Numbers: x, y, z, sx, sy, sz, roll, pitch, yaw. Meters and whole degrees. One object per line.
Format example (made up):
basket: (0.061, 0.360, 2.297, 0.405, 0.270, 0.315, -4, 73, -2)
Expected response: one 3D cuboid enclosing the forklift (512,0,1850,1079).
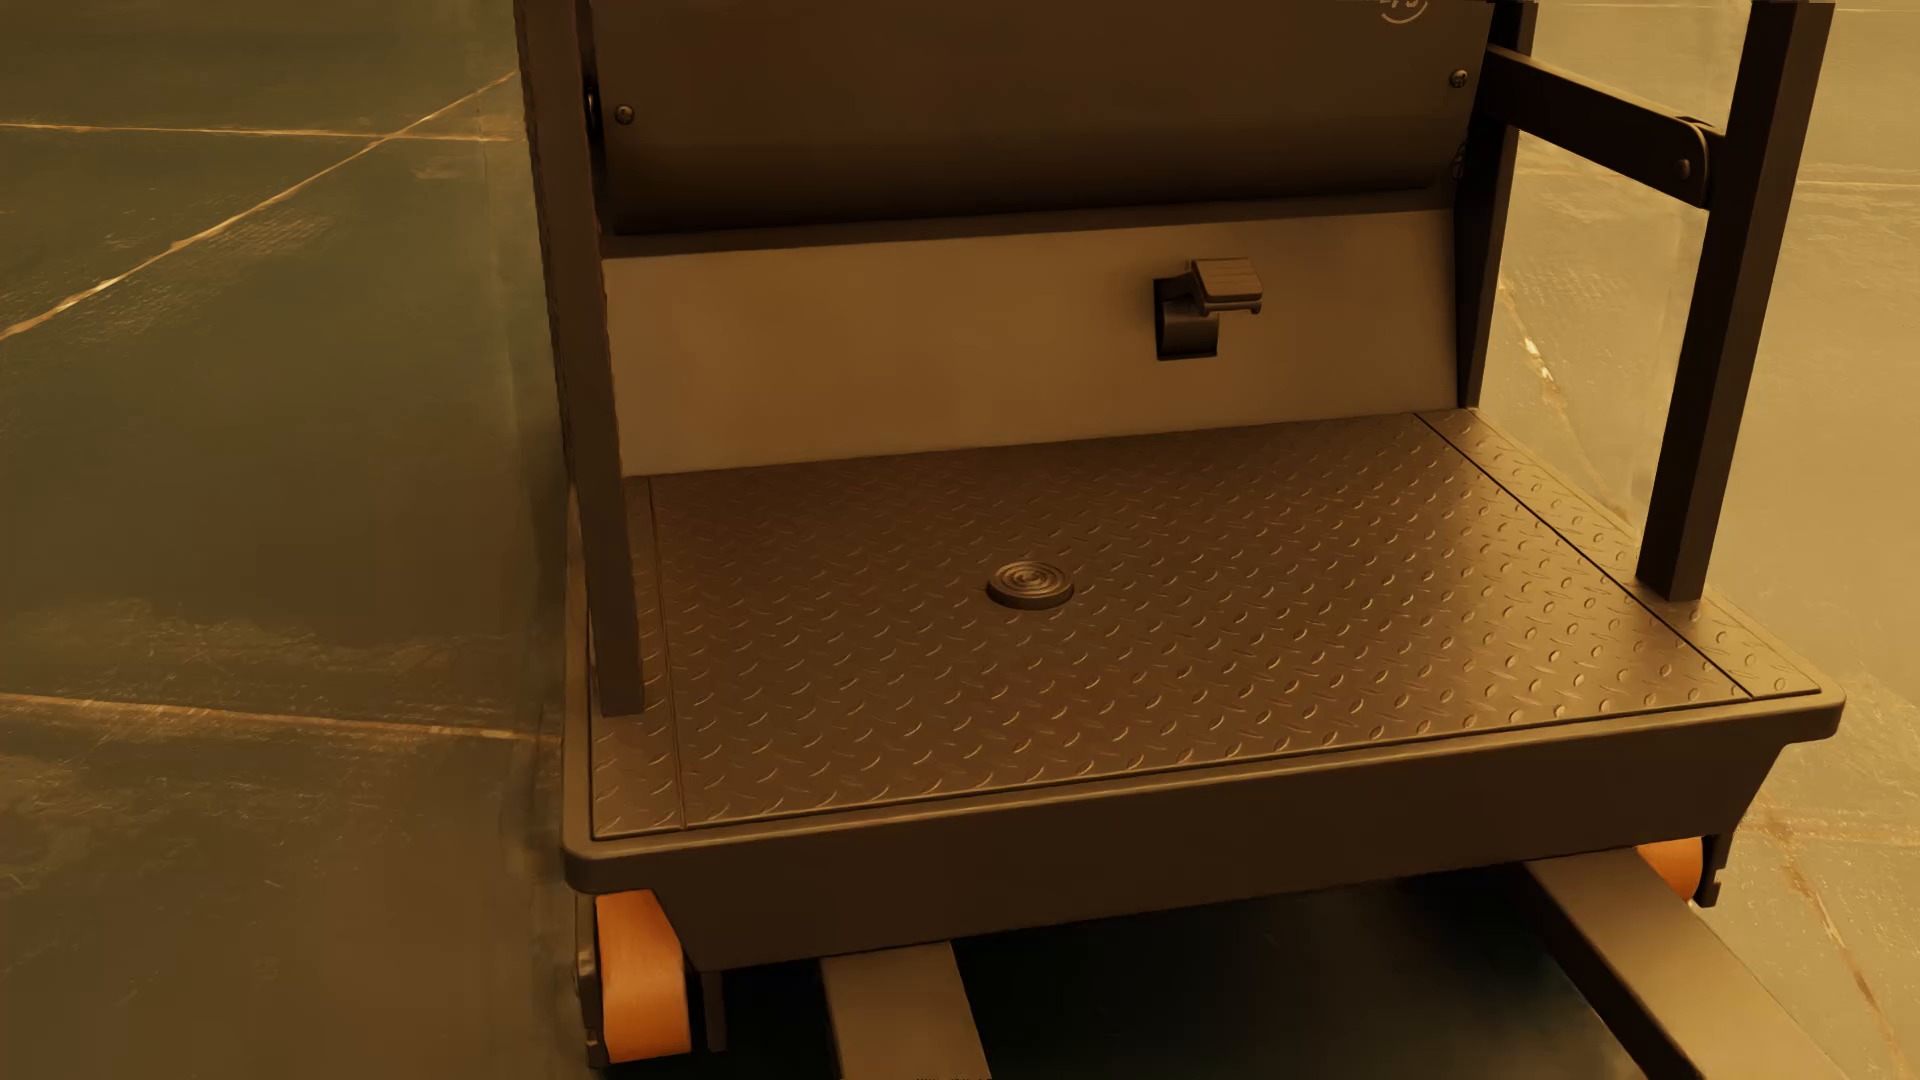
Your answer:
forklift: (0.141, -1.013, 1.247, 1.130, 2.935, 3.031, -5, 27, -10)
